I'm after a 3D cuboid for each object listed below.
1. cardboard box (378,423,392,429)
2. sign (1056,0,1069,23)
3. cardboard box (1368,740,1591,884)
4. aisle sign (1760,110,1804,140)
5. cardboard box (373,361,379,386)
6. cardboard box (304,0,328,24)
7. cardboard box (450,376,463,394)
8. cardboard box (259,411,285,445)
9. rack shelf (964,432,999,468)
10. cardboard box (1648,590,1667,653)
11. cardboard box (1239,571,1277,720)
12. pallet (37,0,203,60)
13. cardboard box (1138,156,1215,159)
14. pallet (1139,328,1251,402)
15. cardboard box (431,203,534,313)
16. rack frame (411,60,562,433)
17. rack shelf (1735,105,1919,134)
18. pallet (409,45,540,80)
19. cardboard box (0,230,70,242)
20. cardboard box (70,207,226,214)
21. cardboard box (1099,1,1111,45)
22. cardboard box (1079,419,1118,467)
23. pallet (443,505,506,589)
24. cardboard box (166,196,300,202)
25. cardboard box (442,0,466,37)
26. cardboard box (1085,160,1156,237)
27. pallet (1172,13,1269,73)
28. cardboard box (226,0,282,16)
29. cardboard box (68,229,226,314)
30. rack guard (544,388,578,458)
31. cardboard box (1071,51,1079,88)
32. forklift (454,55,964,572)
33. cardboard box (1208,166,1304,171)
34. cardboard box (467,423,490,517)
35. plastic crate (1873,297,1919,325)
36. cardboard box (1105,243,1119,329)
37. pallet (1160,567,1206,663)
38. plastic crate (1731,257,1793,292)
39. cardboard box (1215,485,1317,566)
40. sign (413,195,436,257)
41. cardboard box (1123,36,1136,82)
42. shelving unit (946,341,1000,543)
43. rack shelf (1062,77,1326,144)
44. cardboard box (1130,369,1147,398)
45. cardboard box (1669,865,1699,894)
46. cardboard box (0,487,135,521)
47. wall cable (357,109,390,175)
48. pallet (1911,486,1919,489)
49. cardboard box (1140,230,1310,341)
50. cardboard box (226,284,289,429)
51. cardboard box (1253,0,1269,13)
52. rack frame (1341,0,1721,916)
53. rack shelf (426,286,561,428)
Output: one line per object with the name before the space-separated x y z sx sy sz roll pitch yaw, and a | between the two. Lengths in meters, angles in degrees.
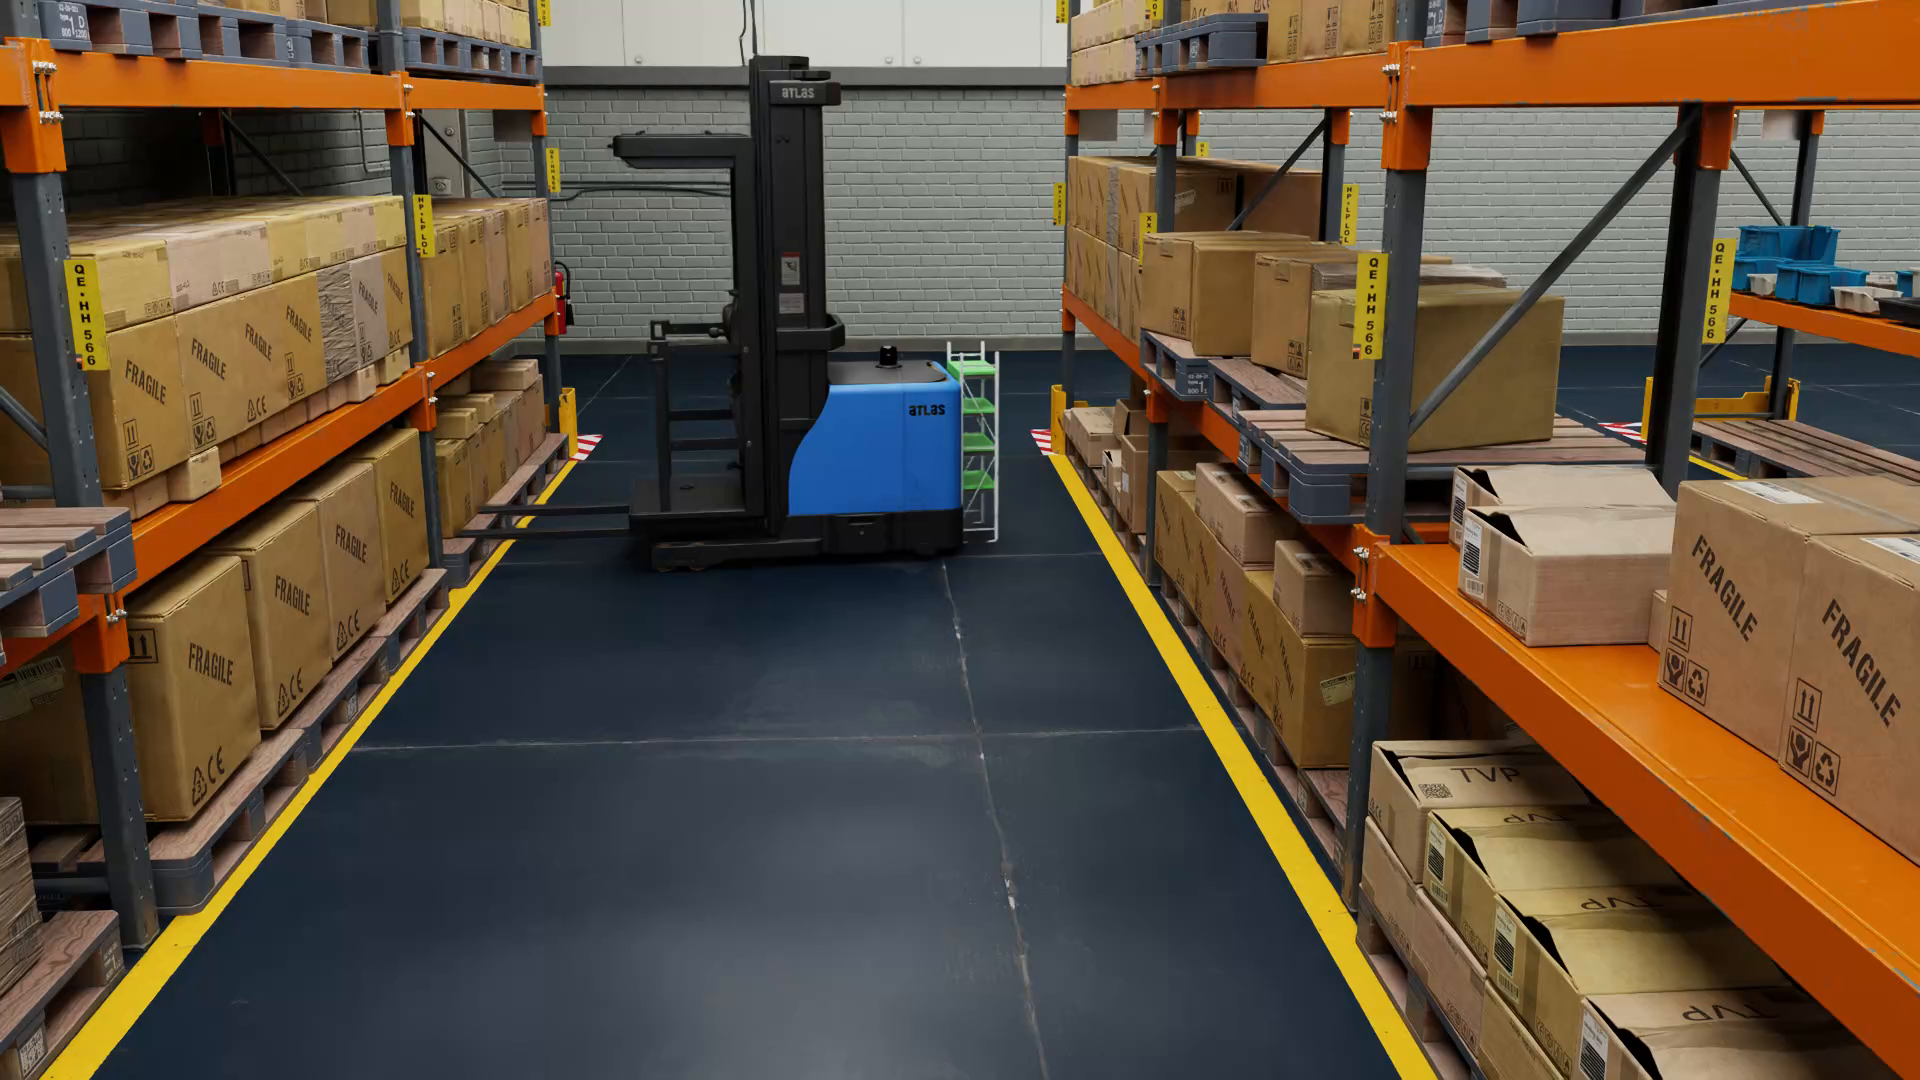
cardboard box | -3.512 -0.582 9.641 0.380 0.149 0.250 -1 14 -4
sign | 0.776 -4.067 12.538 0.100 0.325 0.005 -1 14 -3
cardboard box | 1.552 0.782 5.017 0.500 0.311 0.500 0 14 -2
aisle sign | 6.549 -3.556 13.110 0.394 0.787 0.004 -1 14 -3
cardboard box | -3.065 -0.808 8.109 0.380 0.149 0.250 0 14 -2
cardboard box | -3.655 -2.925 9.113 0.500 0.250 0.500 -1 14 -3
cardboard box | -3.627 -1.032 11.391 0.380 0.149 0.250 -1 14 -3
cardboard box | -3.026 -0.487 6.862 0.380 0.149 0.250 -1 14 -3
rack shelf | 0.079 -0.566 10.574 0.258 0.148 0.480 -2 15 -9
cardboard box | 1.948 0.229 4.122 0.380 0.149 0.250 0 14 1
cardboard box | 1.489 0.430 6.967 0.500 0.500 0.500 -1 14 -5
pallet | -3.224 -1.652 5.288 1.213 0.211 1.003 0 14 -1
cardboard box | 1.619 -2.625 12.502 0.500 0.500 0.500 -1 14 -4
pallet | 1.506 -0.911 8.432 1.003 0.211 1.213 -1 14 -3
cardboard box | -3.529 -1.959 11.520 0.980 0.700 0.700 -1 14 -4
rack frame | -3.626 -2.122 12.752 1.000 3.000 0.127 -1 14 -3
rack shelf | 6.385 -2.881 11.129 1.077 0.370 4.000 -1 14 -3
pallet | -3.570 -3.347 11.673 1.003 0.211 1.213 -1 14 -3
cardboard box | -3.446 -0.935 5.798 0.500 0.250 0.500 -1 14 -5
cardboard box | -3.535 -1.319 7.291 0.500 0.250 0.500 -1 14 -5
cardboard box | 1.178 -3.316 10.673 0.500 0.250 0.500 -1 14 -3
cardboard box | 1.130 -0.692 11.832 0.500 0.250 0.500 -1 14 -3
pallet | -3.348 0.033 9.973 1.003 0.211 1.213 -1 14 -3
cardboard box | -3.610 -1.574 8.280 0.500 0.250 0.500 0 14 -2
cardboard box | -3.176 -3.061 9.643 0.500 0.250 0.500 -1 14 -5
cardboard box | 1.148 -2.363 11.483 0.500 0.500 0.500 -1 14 -3
pallet | 1.603 -2.145 7.199 1.213 0.211 1.003 -1 14 -3
cardboard box | -3.335 -2.483 7.053 0.700 0.500 0.500 -1 14 -4
cardboard box | -2.936 -0.948 5.848 0.500 0.250 0.500 -1 14 -4
rack guard | -3.628 -0.917 13.087 1.175 0.500 0.348 -1 14 -3
cardboard box | 1.096 -3.447 12.186 0.500 0.250 0.500 -1 14 -3
forklift | -1.541 -1.373 9.979 3.031 2.935 1.130 -2 15 -9
cardboard box | 1.784 -1.987 10.021 0.500 0.500 0.500 -1 14 -5
cardboard box | -3.350 -0.432 10.360 0.700 0.500 0.500 -1 14 -4
plastic crate | 6.172 -1.450 10.573 0.437 0.125 0.590 -1 14 -3
cardboard box | 1.211 -1.629 10.637 0.500 0.500 0.500 -1 14 -2
pallet | 1.653 0.348 8.750 1.003 0.211 1.213 -1 14 -3
plastic crate | 5.989 -1.992 12.465 0.416 0.233 0.300 -1 14 -3
cardboard box | 1.446 -0.072 7.416 0.500 0.250 0.500 -1 14 -4
sign | -2.838 -1.660 8.793 0.100 0.325 0.005 -1 14 -3
cardboard box | 1.249 -2.826 9.770 0.500 0.250 0.500 -1 14 -3
shelving unit | 0.079 -0.628 10.558 0.258 1.200 0.503 -2 15 -9
rack shelf | 1.441 -2.806 10.836 1.077 0.370 4.000 -1 14 -3
cardboard box | 1.597 -1.070 12.799 0.500 0.500 0.500 -1 14 -3
cardboard box | 2.130 0.903 4.547 0.500 0.311 0.500 -1 14 -4
cardboard box | -2.920 -0.105 5.380 0.380 0.149 0.250 -1 14 -4
wall cable | -4.650 -2.917 13.807 0.084 1.984 1.851 -1 14 -3
pallet | 6.425 -0.112 10.536 1.003 0.211 1.213 -1 14 -3
cardboard box | 1.371 -1.335 8.651 0.700 0.500 0.500 -6 16 -22
cardboard box | -2.958 -0.713 6.439 0.500 0.500 0.500 -1 14 -4
cardboard box | 1.608 -2.499 6.955 0.600 0.600 0.600 -1 15 -6
rack frame | 1.813 -0.209 5.320 1.000 3.000 0.127 -1 14 -3
rack shelf | -3.503 -1.276 10.909 1.077 0.370 4.000 -1 14 -3
